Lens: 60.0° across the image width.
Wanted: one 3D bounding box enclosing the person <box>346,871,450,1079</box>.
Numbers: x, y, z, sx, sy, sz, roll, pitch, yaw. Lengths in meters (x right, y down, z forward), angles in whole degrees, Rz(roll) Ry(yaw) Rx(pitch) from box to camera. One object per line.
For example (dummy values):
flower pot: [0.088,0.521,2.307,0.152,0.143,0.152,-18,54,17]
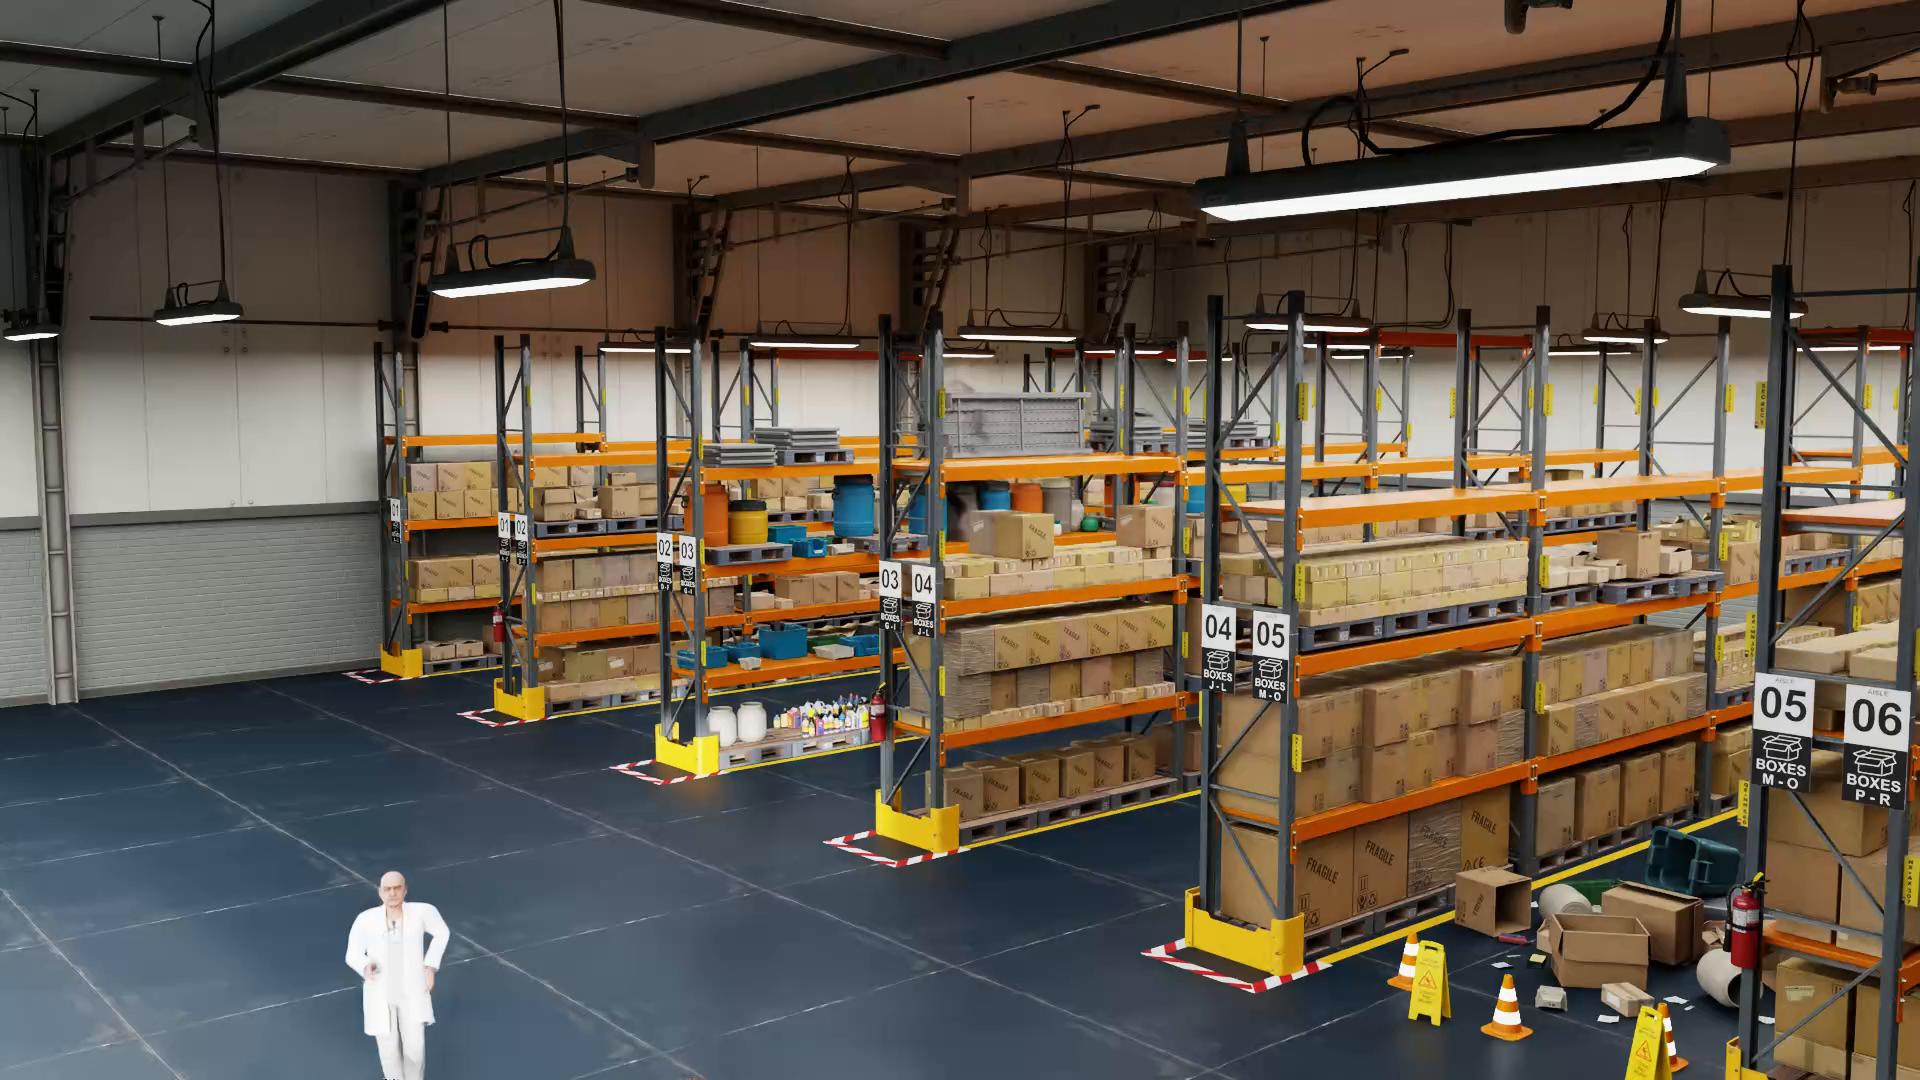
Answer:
person: [-3.956,3.227,11.711,0.694,1.765,0.676,-1,5,-15]
